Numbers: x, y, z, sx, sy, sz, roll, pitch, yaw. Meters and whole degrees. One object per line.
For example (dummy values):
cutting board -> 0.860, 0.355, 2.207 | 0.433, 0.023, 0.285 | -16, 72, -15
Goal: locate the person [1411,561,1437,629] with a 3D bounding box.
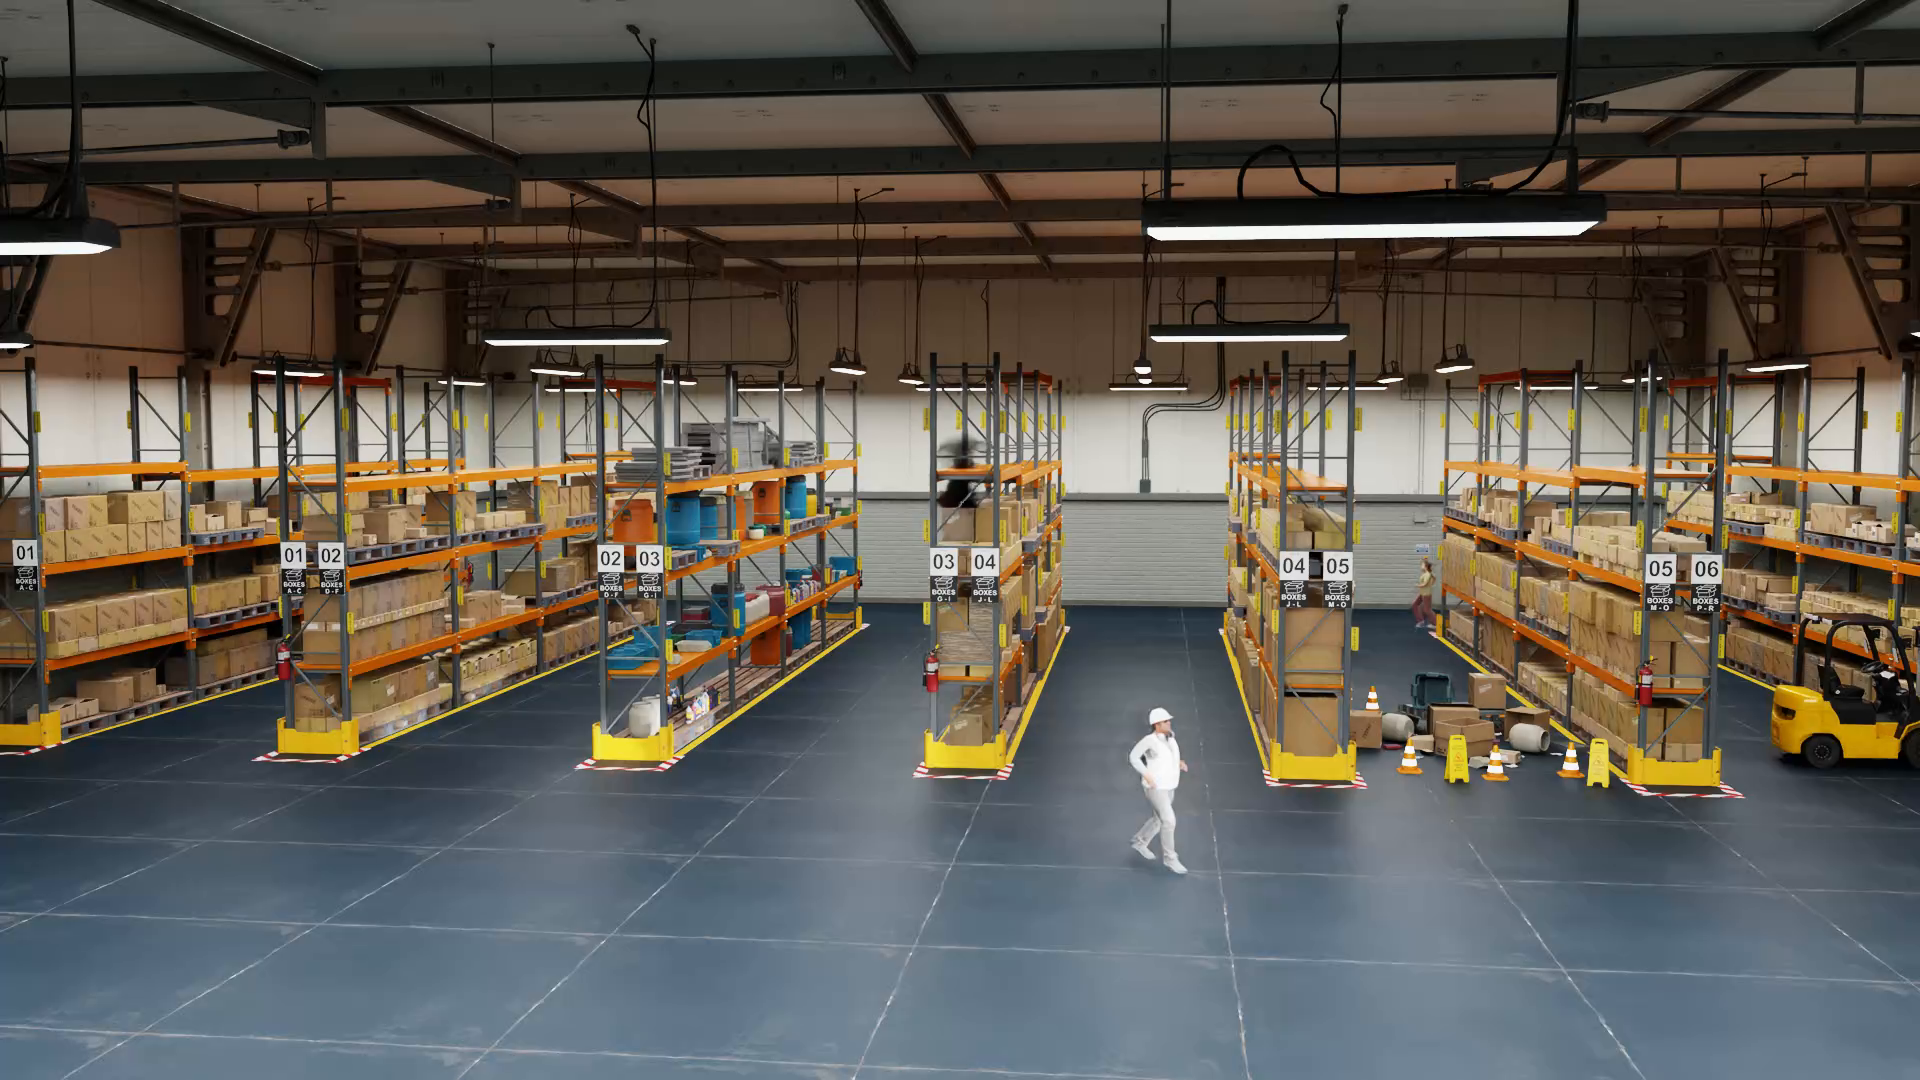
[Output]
person -> 11.245, 1.341, 40.087 | 0.673, 1.670, 0.567 | 0, 4, 7

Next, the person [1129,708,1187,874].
person -> 2.256, 2.789, 18.711 | 0.784, 1.805, 0.664 | 3, 5, 38

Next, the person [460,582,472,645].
person -> -10.258, 1.720, 34.425 | 0.710, 1.697, 0.563 | 1, 4, 11
